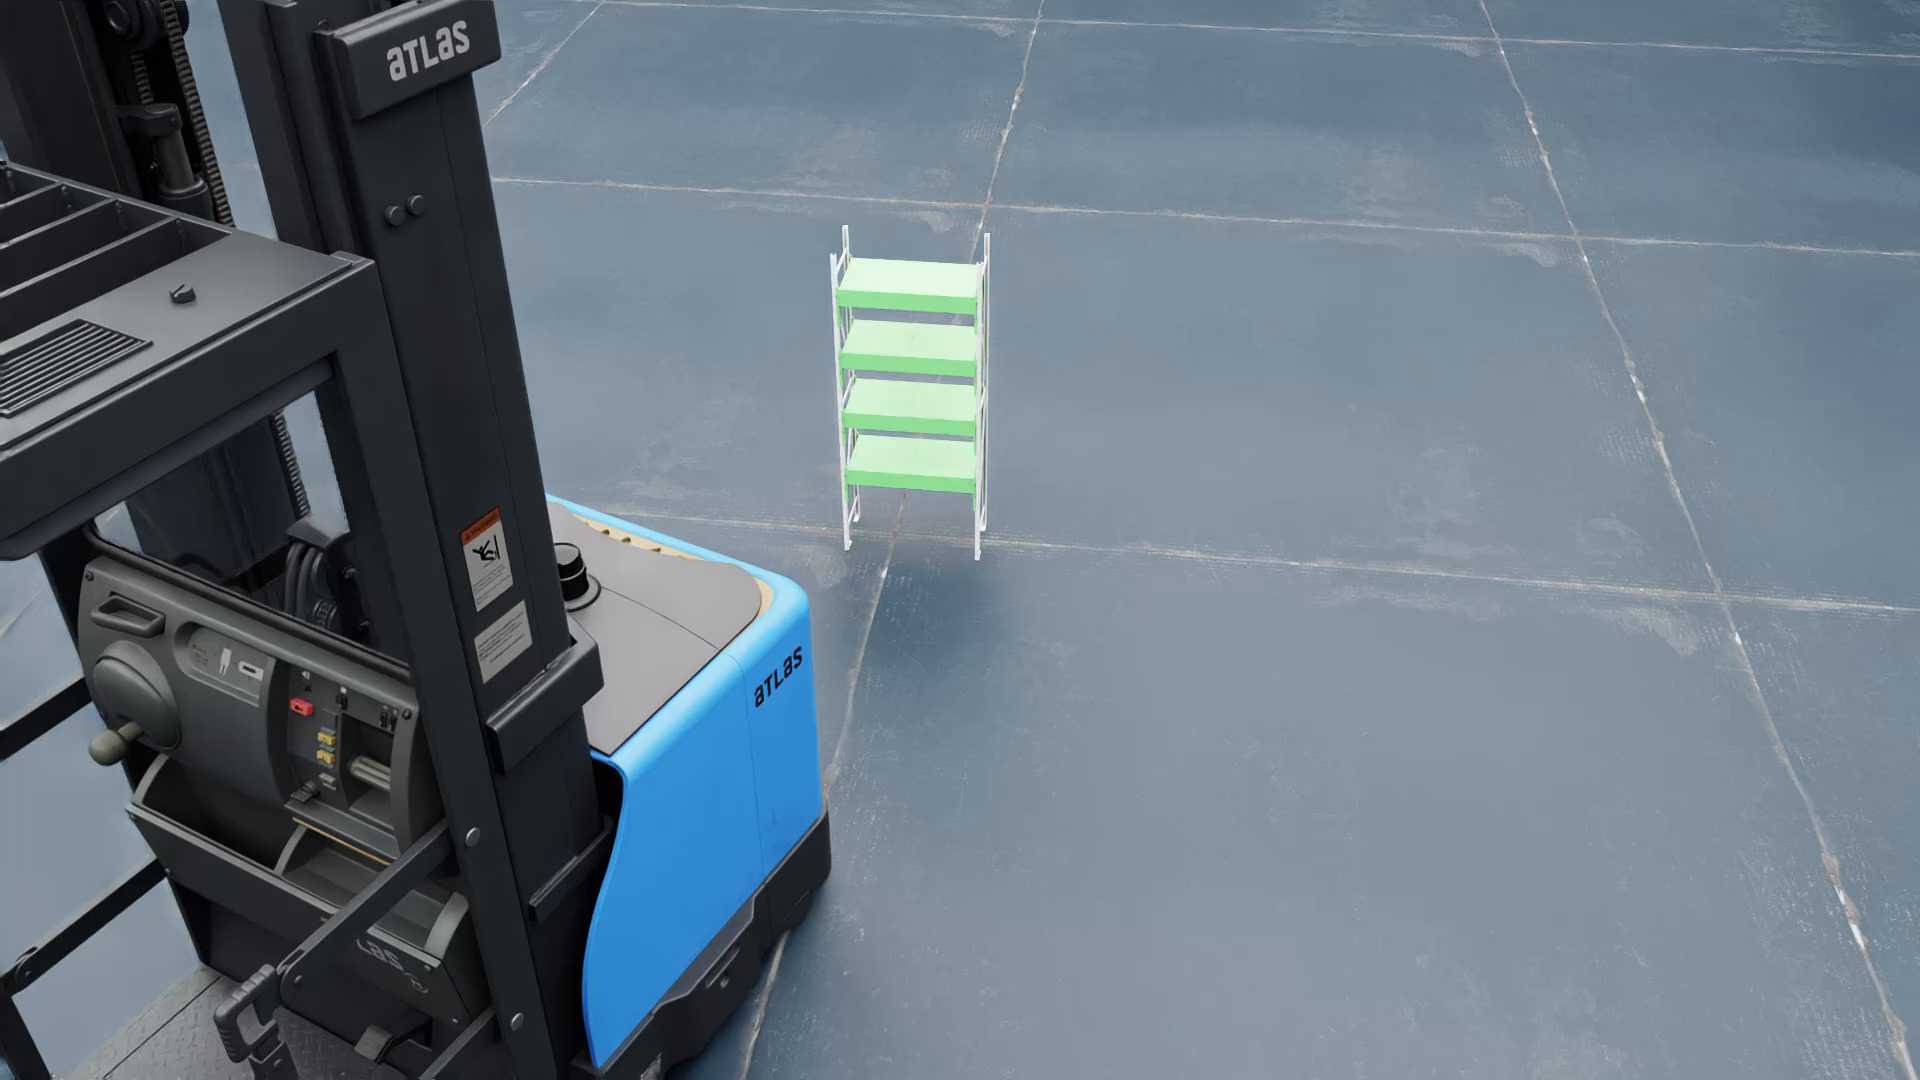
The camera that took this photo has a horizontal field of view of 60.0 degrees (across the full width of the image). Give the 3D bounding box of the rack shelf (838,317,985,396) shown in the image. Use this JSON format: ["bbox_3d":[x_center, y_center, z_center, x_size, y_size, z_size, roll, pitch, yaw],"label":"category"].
[{"bbox_3d":[-0.164,-0.644,5.816,0.480,0.148,0.258,4,36,6],"label":"rack shelf"}]

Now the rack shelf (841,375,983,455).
[{"bbox_3d":[-0.164,-0.449,5.956,0.480,0.148,0.258,4,36,6],"label":"rack shelf"}]

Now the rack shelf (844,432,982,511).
[{"bbox_3d":[-0.164,-0.253,6.095,0.480,0.148,0.258,4,36,6],"label":"rack shelf"}]

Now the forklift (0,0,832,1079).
[{"bbox_3d":[-1.526,0.406,3.158,1.130,2.935,3.031,18,39,23],"label":"forklift"}]

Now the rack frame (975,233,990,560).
[{"bbox_3d":[0.078,-0.483,5.893,0.015,1.200,0.240,4,36,6],"label":"rack frame"}]

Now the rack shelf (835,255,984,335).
[{"bbox_3d":[-0.164,-0.839,5.677,0.480,0.148,0.258,4,36,6],"label":"rack shelf"}]

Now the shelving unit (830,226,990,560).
[{"bbox_3d":[-0.164,-0.501,5.919,0.503,1.200,0.258,4,36,6],"label":"shelving unit"}]

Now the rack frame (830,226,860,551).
[{"bbox_3d":[-0.406,-0.519,5.944,0.015,1.200,0.240,4,36,6],"label":"rack frame"}]
